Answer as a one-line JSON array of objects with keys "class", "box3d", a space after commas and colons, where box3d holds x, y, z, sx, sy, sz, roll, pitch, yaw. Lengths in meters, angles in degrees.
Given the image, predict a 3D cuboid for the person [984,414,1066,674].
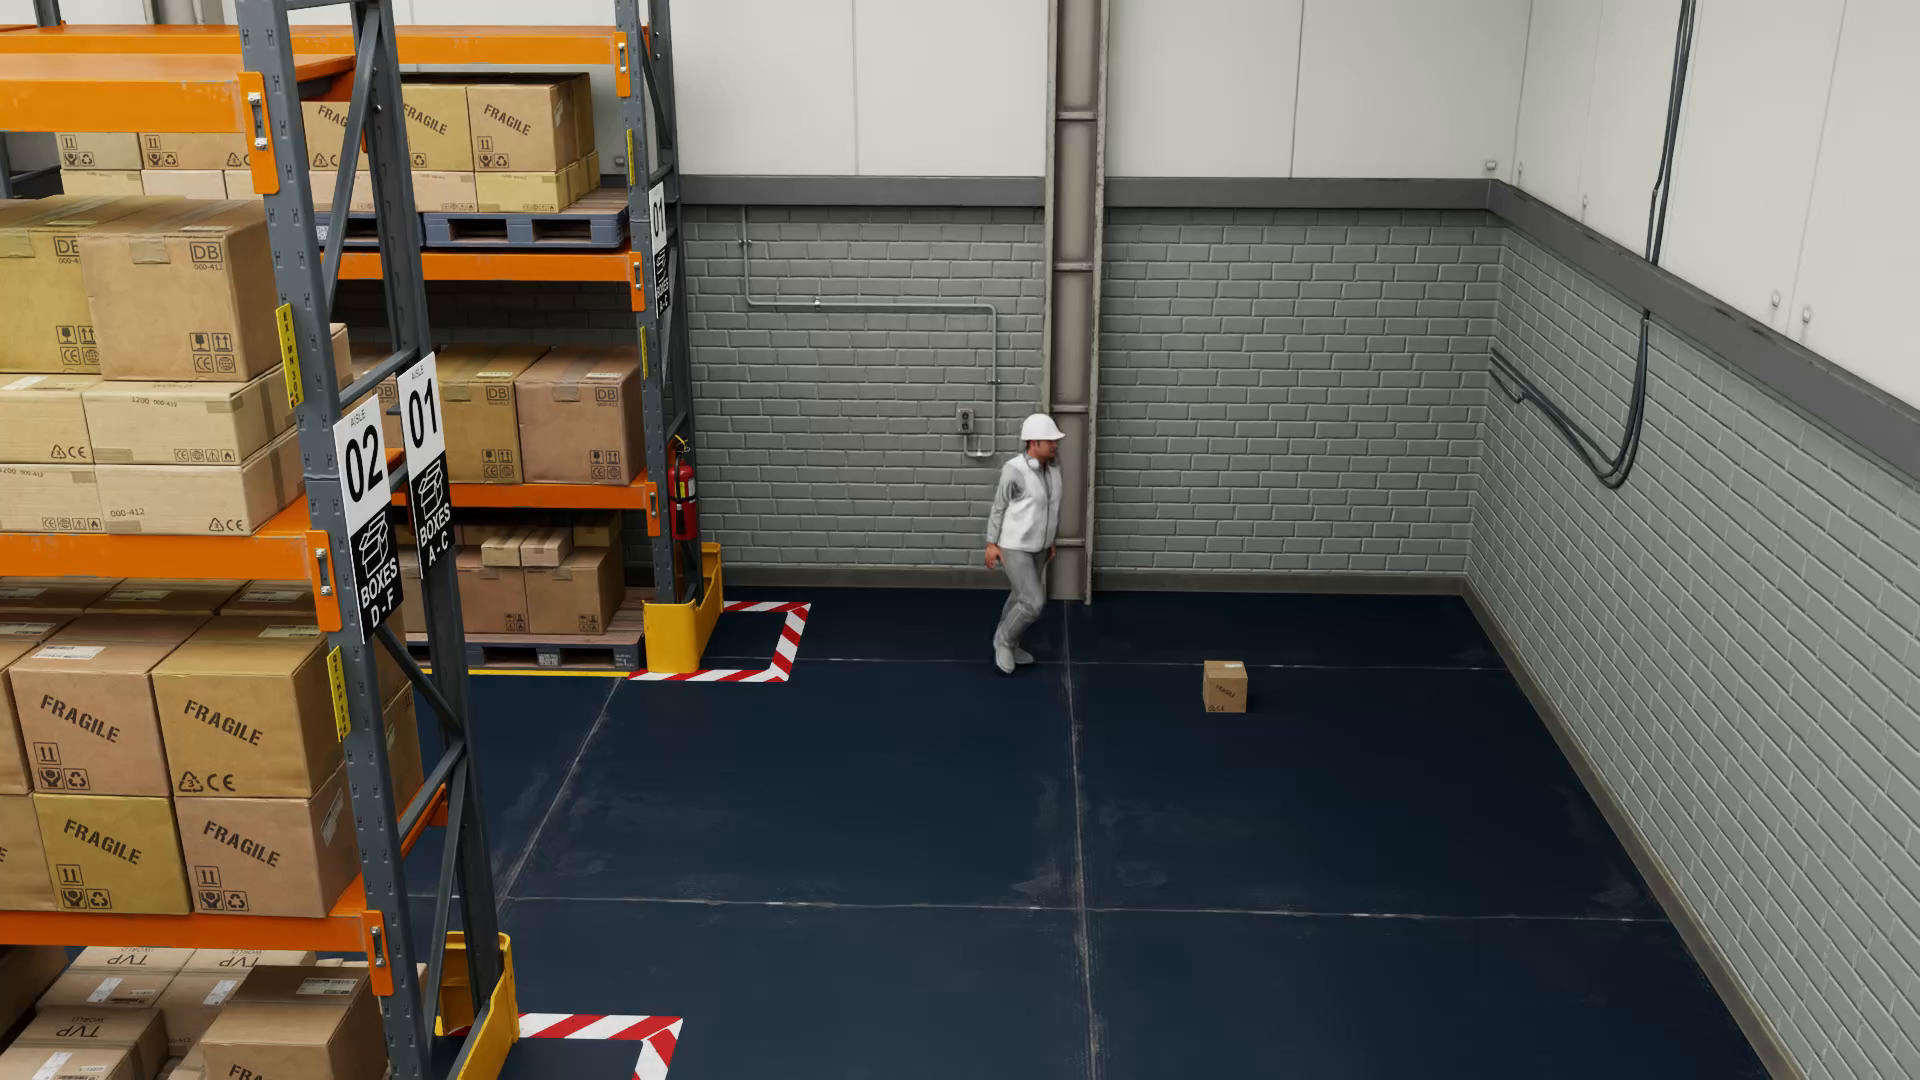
[{"class": "person", "box3d": [0.439, 0.009, 10.967, 0.514, 1.758, 0.566, 17, 26, 37]}]
